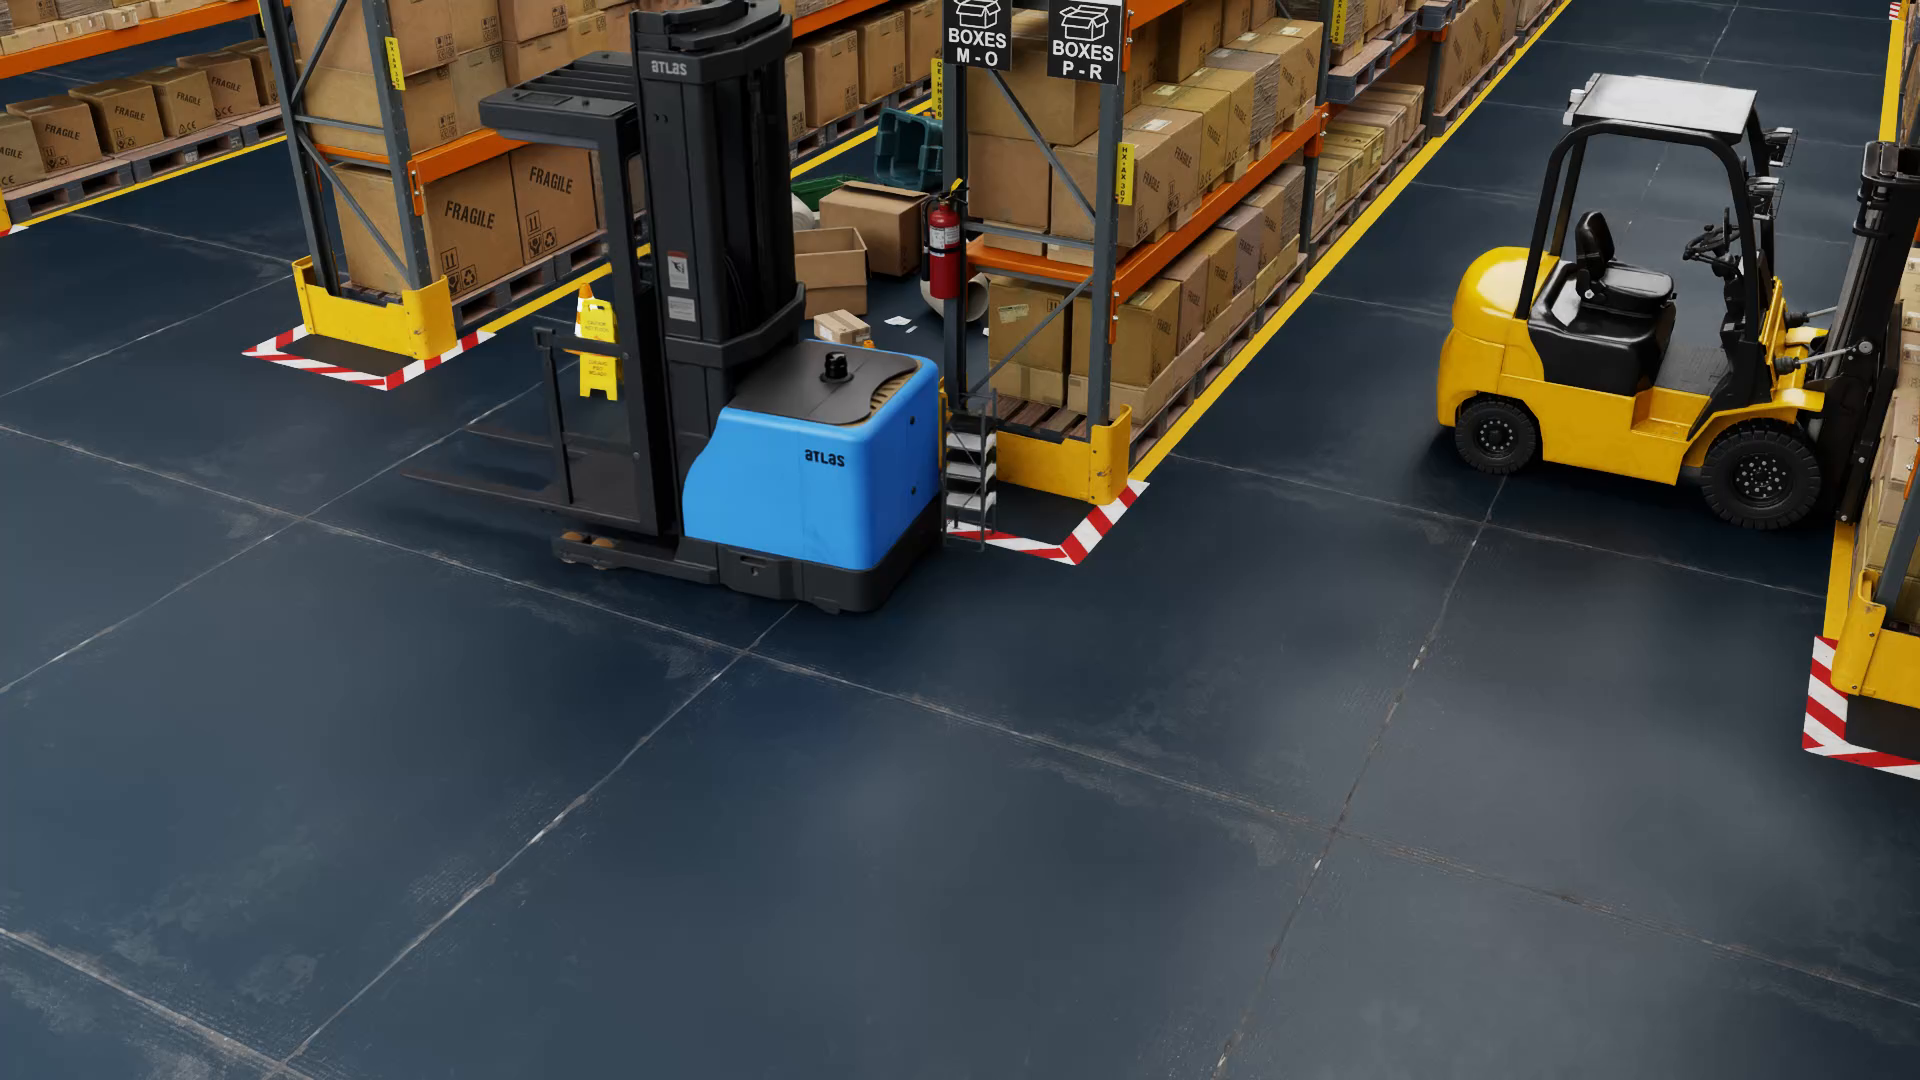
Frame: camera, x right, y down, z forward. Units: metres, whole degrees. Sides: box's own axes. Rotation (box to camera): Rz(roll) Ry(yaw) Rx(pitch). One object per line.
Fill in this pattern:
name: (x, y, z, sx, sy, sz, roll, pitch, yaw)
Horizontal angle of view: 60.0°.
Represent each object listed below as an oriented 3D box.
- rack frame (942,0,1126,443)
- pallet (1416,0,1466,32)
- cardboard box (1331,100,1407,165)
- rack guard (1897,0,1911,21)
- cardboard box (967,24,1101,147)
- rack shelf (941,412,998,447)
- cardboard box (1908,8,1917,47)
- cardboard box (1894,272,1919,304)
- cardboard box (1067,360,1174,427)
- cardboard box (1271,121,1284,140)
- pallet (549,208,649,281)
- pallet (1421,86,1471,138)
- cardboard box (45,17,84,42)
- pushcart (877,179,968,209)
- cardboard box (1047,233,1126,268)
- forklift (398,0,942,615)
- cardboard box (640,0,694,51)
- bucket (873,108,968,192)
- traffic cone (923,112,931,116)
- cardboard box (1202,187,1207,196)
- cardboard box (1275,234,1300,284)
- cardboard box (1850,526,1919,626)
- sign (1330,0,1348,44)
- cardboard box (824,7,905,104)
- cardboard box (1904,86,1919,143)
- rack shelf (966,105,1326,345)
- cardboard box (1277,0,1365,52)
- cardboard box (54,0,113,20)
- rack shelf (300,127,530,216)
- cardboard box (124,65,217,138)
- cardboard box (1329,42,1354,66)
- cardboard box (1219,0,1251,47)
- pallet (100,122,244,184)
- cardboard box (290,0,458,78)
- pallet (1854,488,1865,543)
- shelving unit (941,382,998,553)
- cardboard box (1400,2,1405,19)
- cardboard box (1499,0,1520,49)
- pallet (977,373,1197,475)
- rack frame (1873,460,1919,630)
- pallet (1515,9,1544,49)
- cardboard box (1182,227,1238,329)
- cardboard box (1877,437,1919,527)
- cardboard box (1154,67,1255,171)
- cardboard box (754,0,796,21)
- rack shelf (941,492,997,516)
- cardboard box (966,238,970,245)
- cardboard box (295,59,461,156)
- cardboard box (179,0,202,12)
rack frame: (0.376, -1.664, 9.135, 1.000, 3.000, 0.127, 14, 33, 23)
pallet: (3.791, -4.787, 14.766, 1.213, 0.211, 1.003, 14, 33, 23)
cardboard box: (3.426, -3.675, 14.855, 0.950, 0.372, 0.625, 14, 33, 22)
rack guard: (12.051, -6.515, 20.092, 1.175, 0.500, 0.348, 14, 33, 23)
cardboard box: (0.415, -2.545, 9.267, 0.700, 0.500, 0.500, 13, 33, 22)
rack shelf: (0.050, -0.594, 8.905, 0.258, 0.077, 0.200, 9, 31, 16)
cardboard box: (10.826, -5.650, 18.166, 0.700, 0.500, 0.500, 13, 32, 21)
cardboard box: (5.877, -1.368, 9.956, 0.500, 0.250, 0.500, 14, 33, 23)
cardboard box: (0.990, -0.948, 10.228, 0.500, 0.250, 0.500, 14, 33, 23)
cardboard box: (2.028, -2.906, 11.551, 0.380, 0.149, 0.250, 14, 33, 24)
pallet: (-3.225, -2.443, 13.293, 1.003, 0.211, 1.213, 14, 33, 23)
pallet: (4.447, -4.333, 16.584, 1.003, 0.211, 1.213, 14, 33, 23)
cardboard box: (-7.630, -4.314, 14.002, 0.380, 0.149, 0.250, 14, 33, 23)
pushcart: (0.146, -2.795, 13.738, 1.648, 0.377, 0.936, 4, 30, 6)
cardboard box: (0.715, -1.658, 9.378, 0.380, 0.149, 0.250, 14, 33, 23)
forklift: (-1.669, -1.342, 8.643, 3.031, 2.935, 1.130, 11, 32, 18)
cardboard box: (-2.642, -4.165, 13.340, 0.875, 0.550, 0.550, 14, 33, 23)
bucket: (-0.264, -3.171, 13.521, 0.620, 0.611, 0.726, -14, 31, -42)
traffic cone: (-0.299, -3.667, 15.171, 0.336, 0.463, 0.334, 14, 33, 23)
cardboard box: (1.322, -2.228, 10.370, 0.380, 0.149, 0.250, 15, 33, 25)
cardboard box: (2.169, -2.103, 12.240, 0.500, 0.250, 0.500, 16, 33, 25)
cardboard box: (4.730, 0.191, 8.244, 0.500, 0.250, 0.500, 15, 33, 24)
sign: (2.685, -3.693, 11.799, 0.100, 0.325, 0.005, 14, 33, 23)
cardboard box: (-1.185, -4.857, 16.533, 1.050, 0.750, 0.750, 15, 33, 24)
cardboard box: (8.916, -3.872, 15.069, 0.500, 0.500, 0.500, 16, 33, 25)
rack shelf: (1.287, -2.238, 10.858, 1.077, 0.370, 4.000, 14, 33, 23)
cardboard box: (2.667, -3.934, 12.268, 0.500, 0.500, 0.500, 15, 33, 24)
cardboard box: (-7.783, -4.782, 14.167, 0.875, 0.500, 0.500, 14, 33, 23)
rack shelf: (-3.165, -3.316, 12.735, 1.077, 0.370, 4.000, 14, 33, 23)
cardboard box: (-7.308, -4.066, 15.407, 0.500, 0.500, 0.500, 11, 32, 19)
cardboard box: (2.732, -3.683, 12.483, 0.380, 0.149, 0.250, 15, 33, 24)
cardboard box: (1.553, -3.675, 11.235, 0.700, 0.500, 0.500, 14, 33, 24)
pallet: (-7.452, -3.627, 15.354, 1.003, 0.211, 1.213, 14, 33, 23)
cardboard box: (-3.873, -3.431, 10.977, 0.875, 0.550, 0.550, 14, 33, 23)
pallet: (5.665, -0.217, 9.416, 1.003, 0.211, 1.213, 14, 33, 23)
shelving unit: (0.050, -0.389, 9.023, 0.258, 0.900, 0.210, 9, 31, 16)
cardboard box: (3.446, -4.380, 13.695, 0.380, 0.149, 0.250, 13, 32, 22)
cardboard box: (5.632, -5.951, 18.313, 0.875, 0.875, 0.875, 15, 33, 25)
pallet: (0.813, -0.840, 10.501, 1.003, 0.211, 1.213, 14, 33, 23)
rack frame: (4.797, -0.539, 7.177, 1.000, 3.000, 0.127, 14, 33, 23)
pallet: (6.259, -6.093, 19.649, 1.003, 0.211, 1.213, 14, 33, 23)
cardboard box: (1.470, -1.737, 10.850, 0.500, 0.500, 0.500, 15, 33, 24)
cardboard box: (4.729, -0.237, 7.987, 0.500, 0.250, 0.500, 15, 33, 25)
cardboard box: (1.528, -2.667, 10.483, 0.500, 0.500, 0.500, 14, 33, 22)
cardboard box: (-1.775, -4.730, 14.375, 0.500, 0.500, 0.500, 15, 33, 24)
rack shelf: (0.050, -0.204, 9.129, 0.258, 0.077, 0.200, 9, 31, 16)
cardboard box: (-0.083, -2.377, 13.123, 0.258, 0.266, 0.396, -7, 31, -11)
cardboard box: (-3.948, -2.982, 11.279, 0.875, 0.550, 0.550, 14, 33, 23)
cardboard box: (-7.073, -4.871, 14.973, 0.380, 0.149, 0.250, 14, 33, 23)
